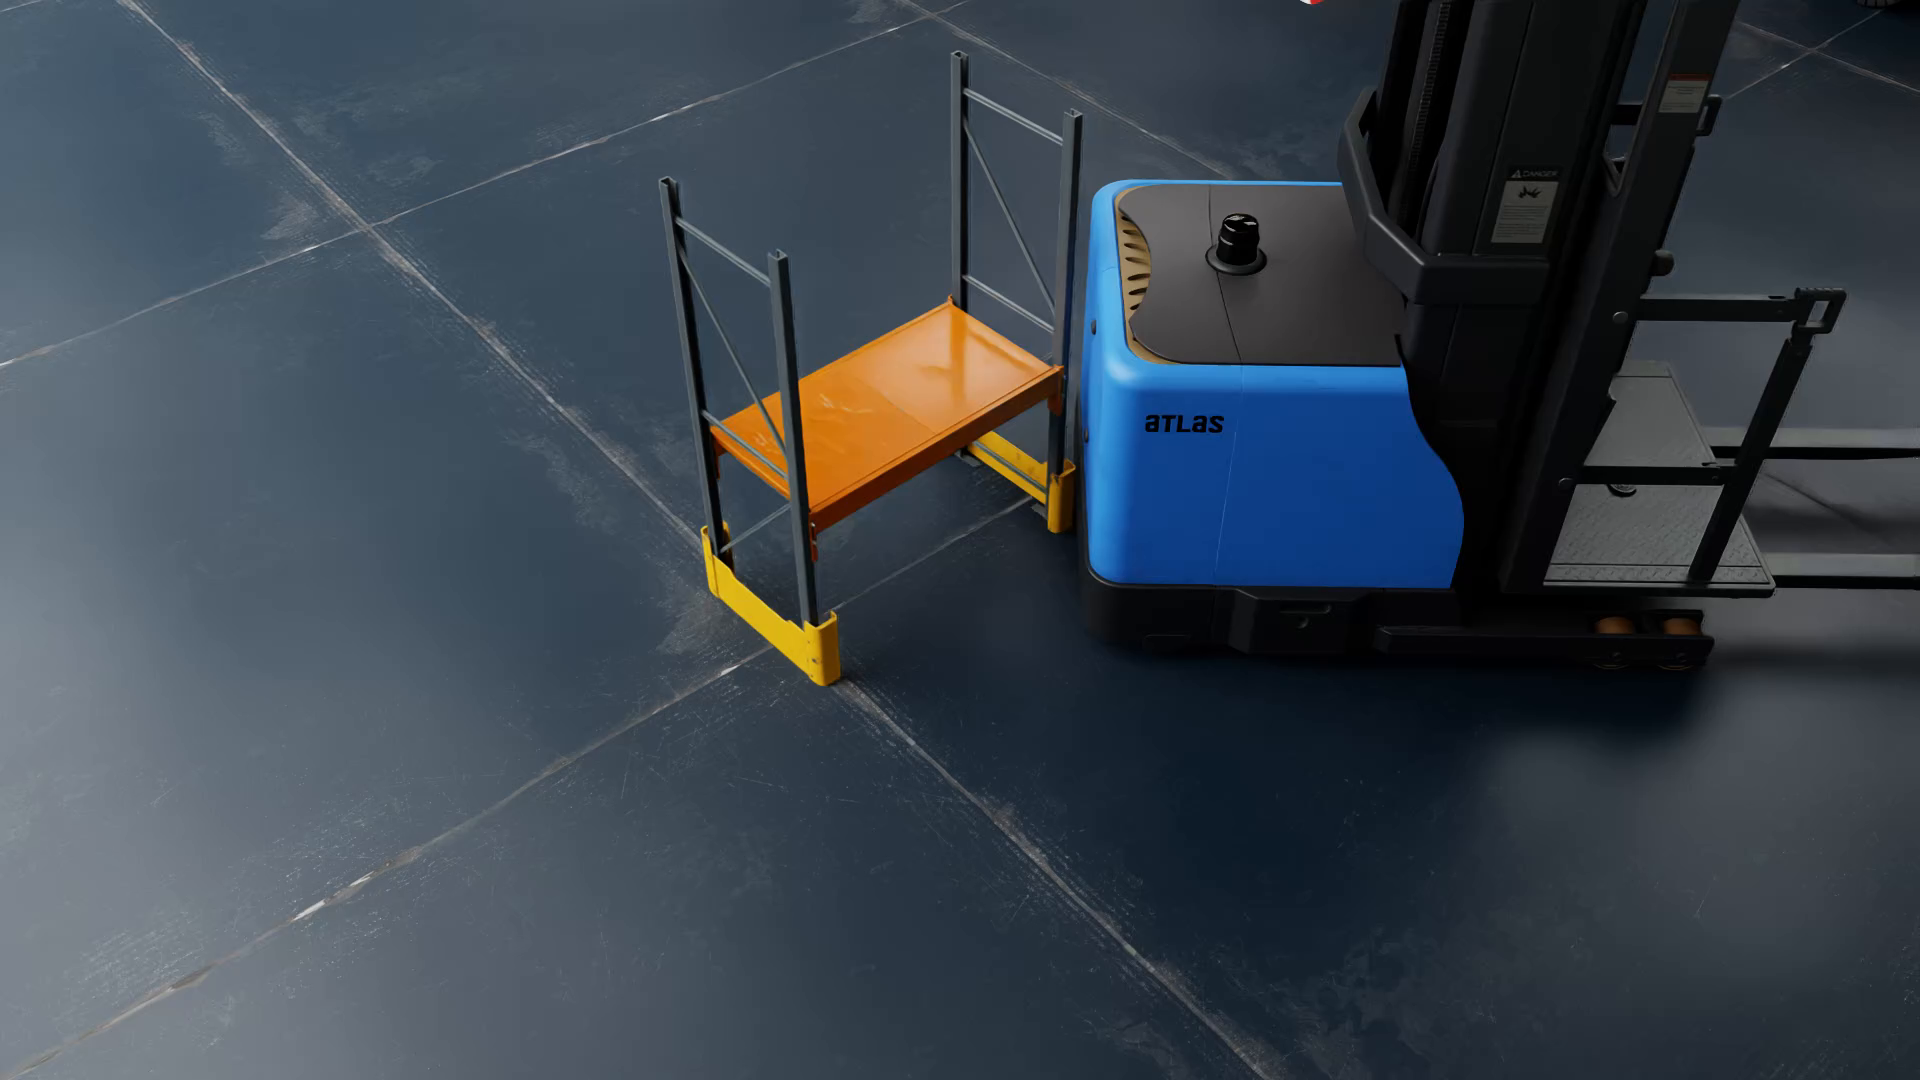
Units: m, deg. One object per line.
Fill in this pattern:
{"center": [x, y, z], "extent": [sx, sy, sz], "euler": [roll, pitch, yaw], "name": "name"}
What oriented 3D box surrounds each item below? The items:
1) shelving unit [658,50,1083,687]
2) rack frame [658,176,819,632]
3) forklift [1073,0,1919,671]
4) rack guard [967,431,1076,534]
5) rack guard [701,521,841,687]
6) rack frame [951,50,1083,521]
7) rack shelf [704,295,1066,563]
{"center": [-0.214, -0.497, 4.907], "extent": [1.083, 1.500, 0.587], "euler": [-32, 52, -30], "name": "shelving unit"}
{"center": [-0.595, -0.258, 4.652], "extent": [0.032, 1.500, 0.500], "euler": [-32, 52, -30], "name": "rack frame"}
{"center": [1.897, -1.043, 4.442], "extent": [3.031, 2.935, 1.130], "euler": [1, 43, 1], "name": "forklift"}
{"center": [0.153, -0.272, 5.581], "extent": [0.087, 0.250, 0.587], "euler": [-32, 52, -30], "name": "rack guard"}
{"center": [-0.581, 0.189, 5.089], "extent": [0.087, 0.250, 0.587], "euler": [-32, 52, -30], "name": "rack guard"}
{"center": [0.154, -0.729, 5.153], "extent": [0.032, 1.500, 0.500], "euler": [-32, 52, -30], "name": "rack frame"}
{"center": [-0.221, -0.362, 5.026], "extent": [1.000, 0.185, 0.538], "euler": [-32, 52, -30], "name": "rack shelf"}
